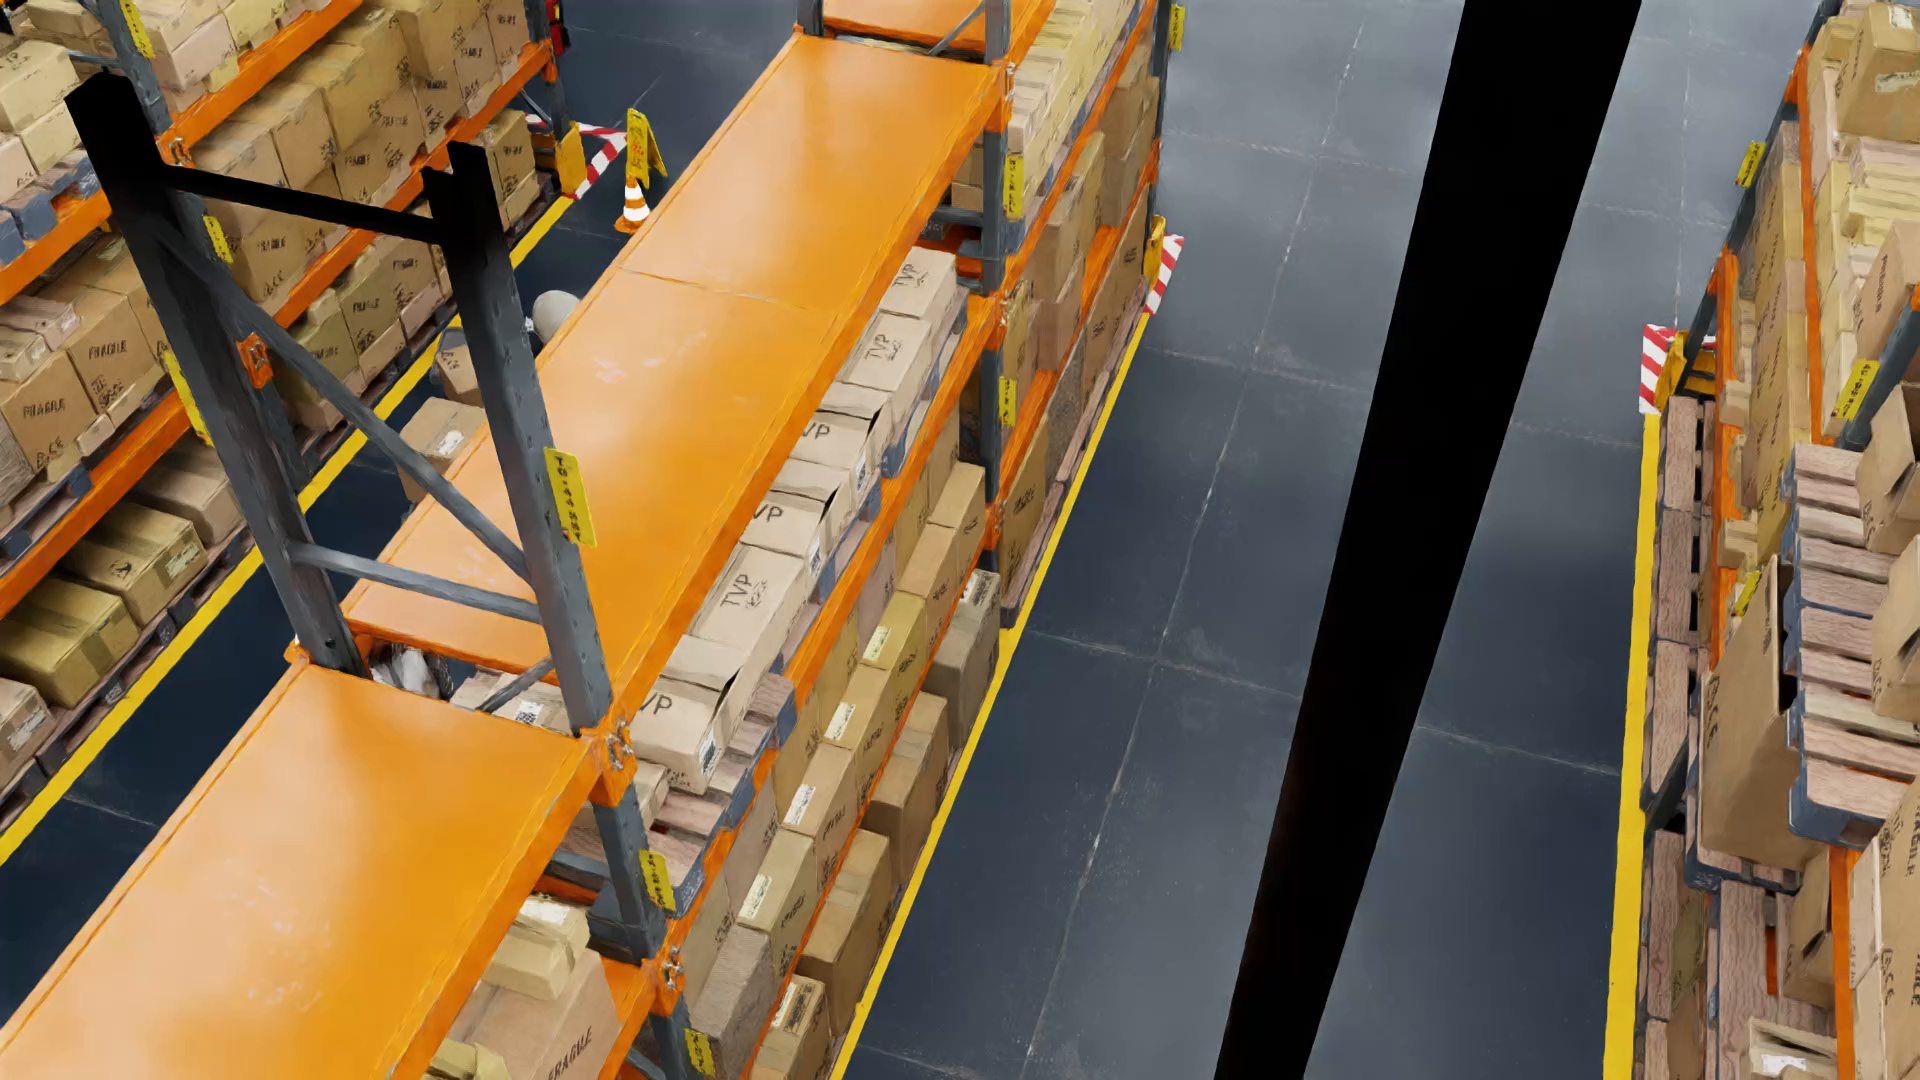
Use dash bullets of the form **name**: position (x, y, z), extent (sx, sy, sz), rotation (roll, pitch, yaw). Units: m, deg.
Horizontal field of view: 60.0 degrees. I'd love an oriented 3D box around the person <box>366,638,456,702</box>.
- **person**: position (-2.969, 0.980, 8.923), extent (0.628, 1.767, 0.567), rotation (-32, 54, -27)
